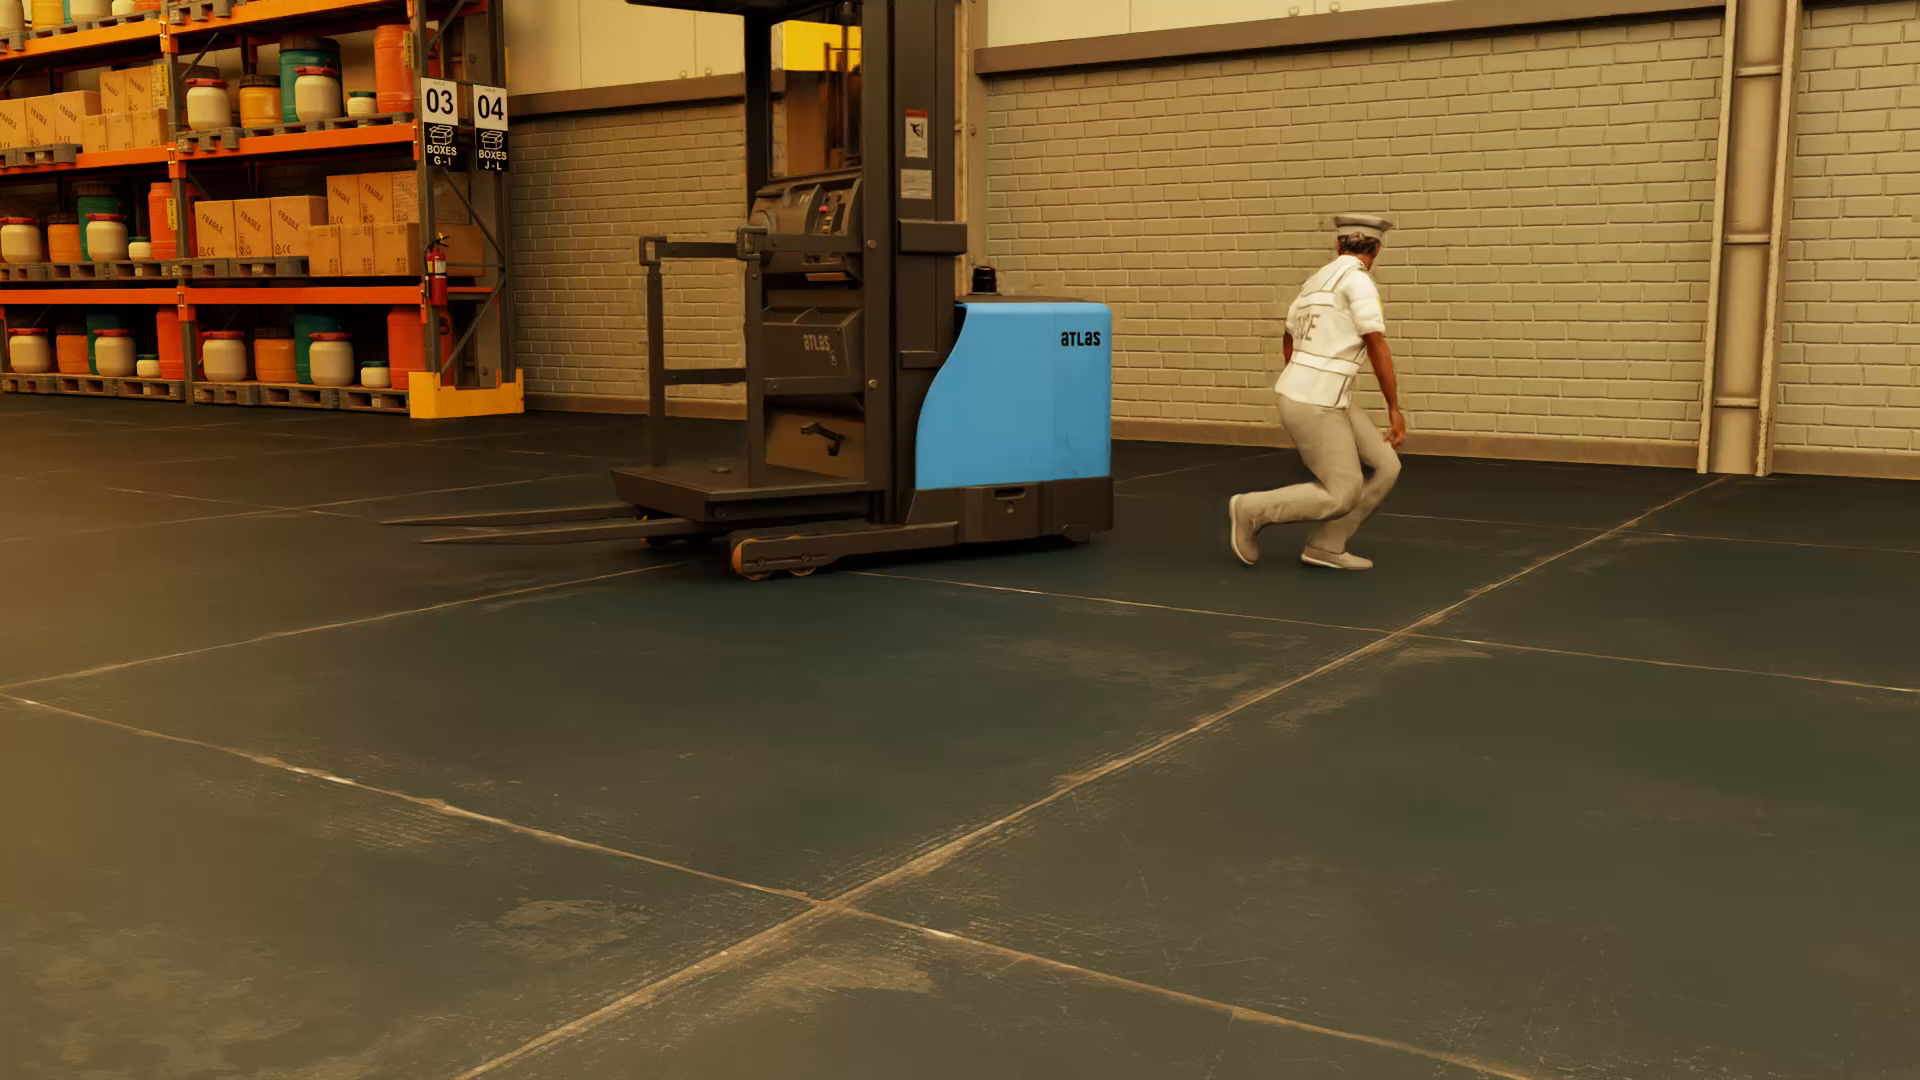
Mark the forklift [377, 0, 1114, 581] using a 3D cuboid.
[{"bbox_3d":[-0.834,-1.377,6.875,3.031,2.935,1.130,-5,10,-32],"label":"forklift"}]

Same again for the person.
[{"bbox_3d":[1.450,-0.591,6.754,0.681,1.451,0.610,1,8,10],"label":"person"}]
